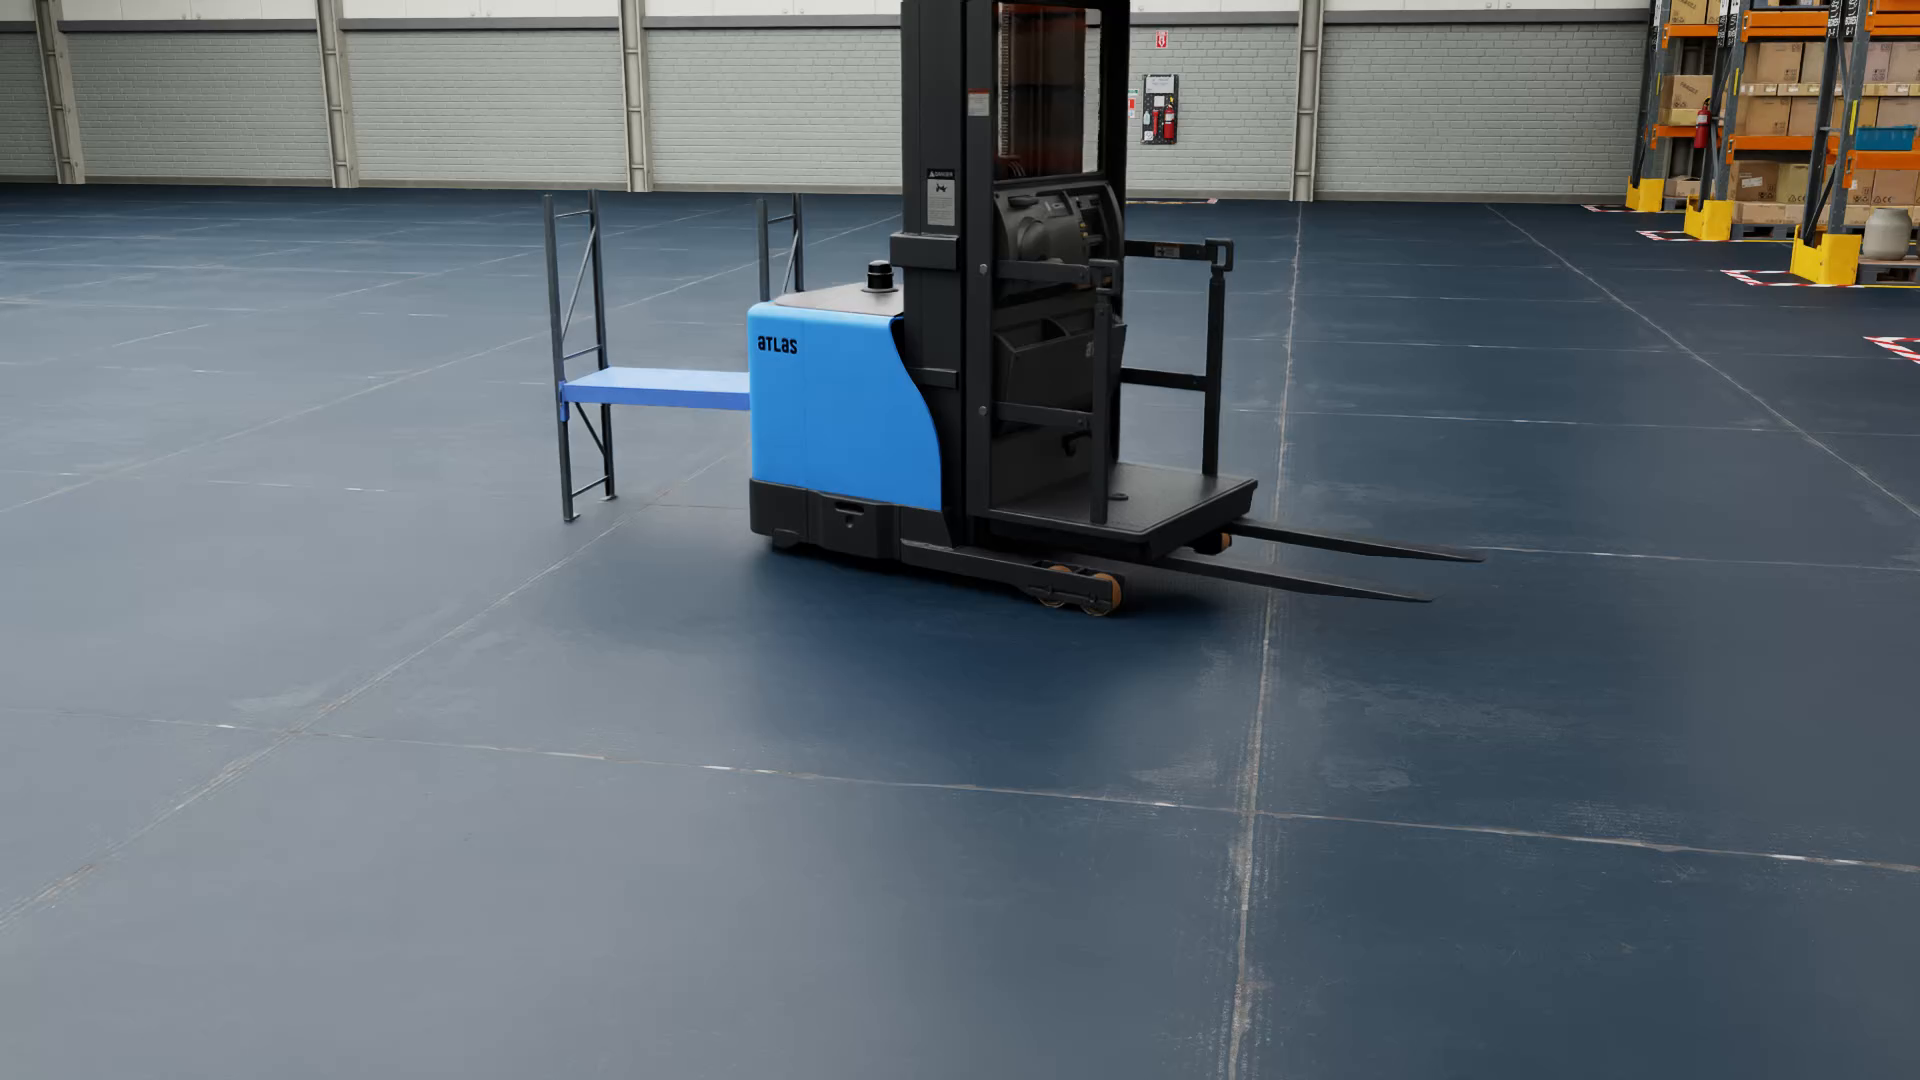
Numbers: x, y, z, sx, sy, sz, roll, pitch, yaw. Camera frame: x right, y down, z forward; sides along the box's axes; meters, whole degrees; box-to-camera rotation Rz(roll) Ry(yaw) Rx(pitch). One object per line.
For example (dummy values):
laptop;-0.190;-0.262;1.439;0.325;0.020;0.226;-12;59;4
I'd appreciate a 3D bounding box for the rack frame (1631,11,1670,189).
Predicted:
rack frame;10.869;-6.755;26.260;0.127;3.000;1.000;3;16;11

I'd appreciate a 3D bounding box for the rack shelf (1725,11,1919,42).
rack shelf;11.845;-6.452;20.893;4.000;0.370;1.077;3;16;11

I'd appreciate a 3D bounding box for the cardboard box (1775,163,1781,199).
cardboard box;12.797;-5.620;26.019;0.500;0.500;0.700;2;16;8

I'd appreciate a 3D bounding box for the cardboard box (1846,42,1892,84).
cardboard box;11.403;-6.048;21.091;0.500;0.500;0.700;3;16;11

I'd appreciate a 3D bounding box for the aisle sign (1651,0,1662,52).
aisle sign;10.739;-7.933;25.643;0.004;0.787;0.394;3;16;11

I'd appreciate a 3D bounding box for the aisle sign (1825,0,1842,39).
aisle sign;8.883;-5.498;16.851;0.004;0.787;0.394;3;16;11

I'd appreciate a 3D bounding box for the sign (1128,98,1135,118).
sign;2.912;-7.478;28.804;0.234;0.329;0.001;3;16;11

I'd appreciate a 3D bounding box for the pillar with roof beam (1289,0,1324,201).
pillar with roof beam;4.990;-9.028;23.228;0.400;9.000;9.100;3;16;11

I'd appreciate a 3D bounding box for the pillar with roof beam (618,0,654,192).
pillar with roof beam;-6.770;-9.667;25.533;0.400;9.000;9.100;3;16;11

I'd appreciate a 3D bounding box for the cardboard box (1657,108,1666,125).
cardboard box;11.366;-6.718;26.371;0.500;0.250;0.500;3;16;12

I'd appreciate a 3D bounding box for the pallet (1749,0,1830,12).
pallet;10.573;-6.818;21.032;1.213;0.211;1.003;3;16;11

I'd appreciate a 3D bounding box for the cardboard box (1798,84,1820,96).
cardboard box;10.730;-5.716;21.105;0.250;0.149;0.380;3;16;11

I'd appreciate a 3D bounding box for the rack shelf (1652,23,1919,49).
rack shelf;12.829;-7.748;25.571;4.000;0.370;1.077;3;16;11

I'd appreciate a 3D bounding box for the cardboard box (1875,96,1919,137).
cardboard box;11.858;-5.398;21.171;0.500;0.500;0.700;4;16;13

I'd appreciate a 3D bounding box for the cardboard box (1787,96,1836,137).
cardboard box;10.856;-5.453;21.370;0.500;0.500;0.700;4;16;13

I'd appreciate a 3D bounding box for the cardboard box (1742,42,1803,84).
cardboard box;10.392;-6.102;21.283;0.500;0.500;0.700;3;16;11

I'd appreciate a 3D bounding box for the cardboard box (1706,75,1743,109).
cardboard box;11.759;-6.921;25.697;0.500;0.500;0.500;3;16;11

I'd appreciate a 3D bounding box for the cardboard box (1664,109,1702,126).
cardboard box;11.284;-6.584;25.884;0.500;0.250;0.500;3;16;9

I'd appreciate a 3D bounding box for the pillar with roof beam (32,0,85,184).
pillar with roof beam;-18.529;-10.305;27.837;0.400;9.000;9.100;3;16;11

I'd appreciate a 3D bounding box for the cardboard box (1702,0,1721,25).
cardboard box;11.666;-8.138;25.406;0.500;0.500;0.500;4;16;15

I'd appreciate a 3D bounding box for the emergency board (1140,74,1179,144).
emergency board;3.434;-7.405;28.605;0.643;1.169;0.194;3;16;11

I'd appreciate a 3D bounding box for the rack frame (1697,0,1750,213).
rack frame;9.885;-5.459;21.581;0.127;3.000;1.000;3;16;11

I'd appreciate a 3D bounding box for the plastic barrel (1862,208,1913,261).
plastic barrel;9.555;-3.152;17.126;0.421;0.512;0.421;0;15;0

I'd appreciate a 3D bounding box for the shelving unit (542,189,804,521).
shelving unit;-1.298;-0.846;7.736;1.048;1.500;0.538;4;16;13

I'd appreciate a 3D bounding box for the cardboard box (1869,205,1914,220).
cardboard box;11.836;-4.170;21.289;0.500;0.250;0.500;3;16;11

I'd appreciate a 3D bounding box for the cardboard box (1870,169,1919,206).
cardboard box;11.836;-4.531;21.188;0.500;0.500;0.500;3;16;11

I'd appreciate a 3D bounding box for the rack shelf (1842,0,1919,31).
rack shelf;10.855;-5.156;16.215;4.000;0.370;1.077;3;16;11

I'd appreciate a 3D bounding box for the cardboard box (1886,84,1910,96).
cardboard box;11.733;-5.661;20.906;0.250;0.149;0.380;3;16;12

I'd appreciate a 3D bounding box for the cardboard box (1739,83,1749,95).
cardboard box;10.298;-5.849;21.588;0.250;0.149;0.380;3;16;10

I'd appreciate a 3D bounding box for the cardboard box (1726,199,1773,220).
cardboard box;10.470;-4.385;22.068;0.500;0.250;0.500;3;16;11

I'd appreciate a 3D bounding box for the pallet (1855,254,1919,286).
pallet;9.774;-2.783;17.145;1.213;0.211;1.003;3;16;11

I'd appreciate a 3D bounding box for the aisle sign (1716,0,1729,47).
aisle sign;9.880;-6.792;21.524;0.004;0.787;0.394;3;16;11

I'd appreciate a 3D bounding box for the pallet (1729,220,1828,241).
pallet;10.643;-4.086;21.846;1.213;0.211;1.003;3;16;11

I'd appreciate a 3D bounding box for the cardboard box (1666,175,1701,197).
cardboard box;11.529;-5.611;26.342;0.500;0.311;0.500;1;16;5

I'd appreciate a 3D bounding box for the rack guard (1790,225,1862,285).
rack guard;8.978;-2.967;17.267;0.348;0.500;1.175;3;16;11

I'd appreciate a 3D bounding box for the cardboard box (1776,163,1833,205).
cardboard box;10.857;-4.585;21.385;0.500;0.500;0.500;3;16;11

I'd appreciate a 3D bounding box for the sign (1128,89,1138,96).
sign;2.915;-7.731;28.724;0.331;0.109;0.001;3;16;11

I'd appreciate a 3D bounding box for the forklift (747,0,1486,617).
forklift;0.582;-1.278;6.614;3.031;2.935;1.130;10;18;32

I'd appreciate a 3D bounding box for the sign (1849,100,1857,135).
sign;8.781;-4.153;16.348;0.005;0.325;0.100;3;16;11

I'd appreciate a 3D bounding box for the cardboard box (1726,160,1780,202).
cardboard box;10.470;-4.747;21.970;0.500;0.500;0.500;3;16;11

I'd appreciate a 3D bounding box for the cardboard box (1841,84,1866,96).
cardboard box;11.239;-5.688;21.006;0.250;0.149;0.380;3;16;9

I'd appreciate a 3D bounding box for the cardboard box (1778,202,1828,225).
cardboard box;10.857;-4.224;21.486;0.500;0.250;0.500;3;16;11

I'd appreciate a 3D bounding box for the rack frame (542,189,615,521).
rack frame;-1.792;-0.878;7.853;0.032;1.500;0.500;4;16;13

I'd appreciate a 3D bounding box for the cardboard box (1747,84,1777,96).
cardboard box;10.227;-5.743;21.202;0.250;0.149;0.380;3;16;11

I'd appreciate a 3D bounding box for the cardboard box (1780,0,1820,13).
cardboard box;12.705;-8.088;25.228;0.500;0.500;0.500;4;16;15
